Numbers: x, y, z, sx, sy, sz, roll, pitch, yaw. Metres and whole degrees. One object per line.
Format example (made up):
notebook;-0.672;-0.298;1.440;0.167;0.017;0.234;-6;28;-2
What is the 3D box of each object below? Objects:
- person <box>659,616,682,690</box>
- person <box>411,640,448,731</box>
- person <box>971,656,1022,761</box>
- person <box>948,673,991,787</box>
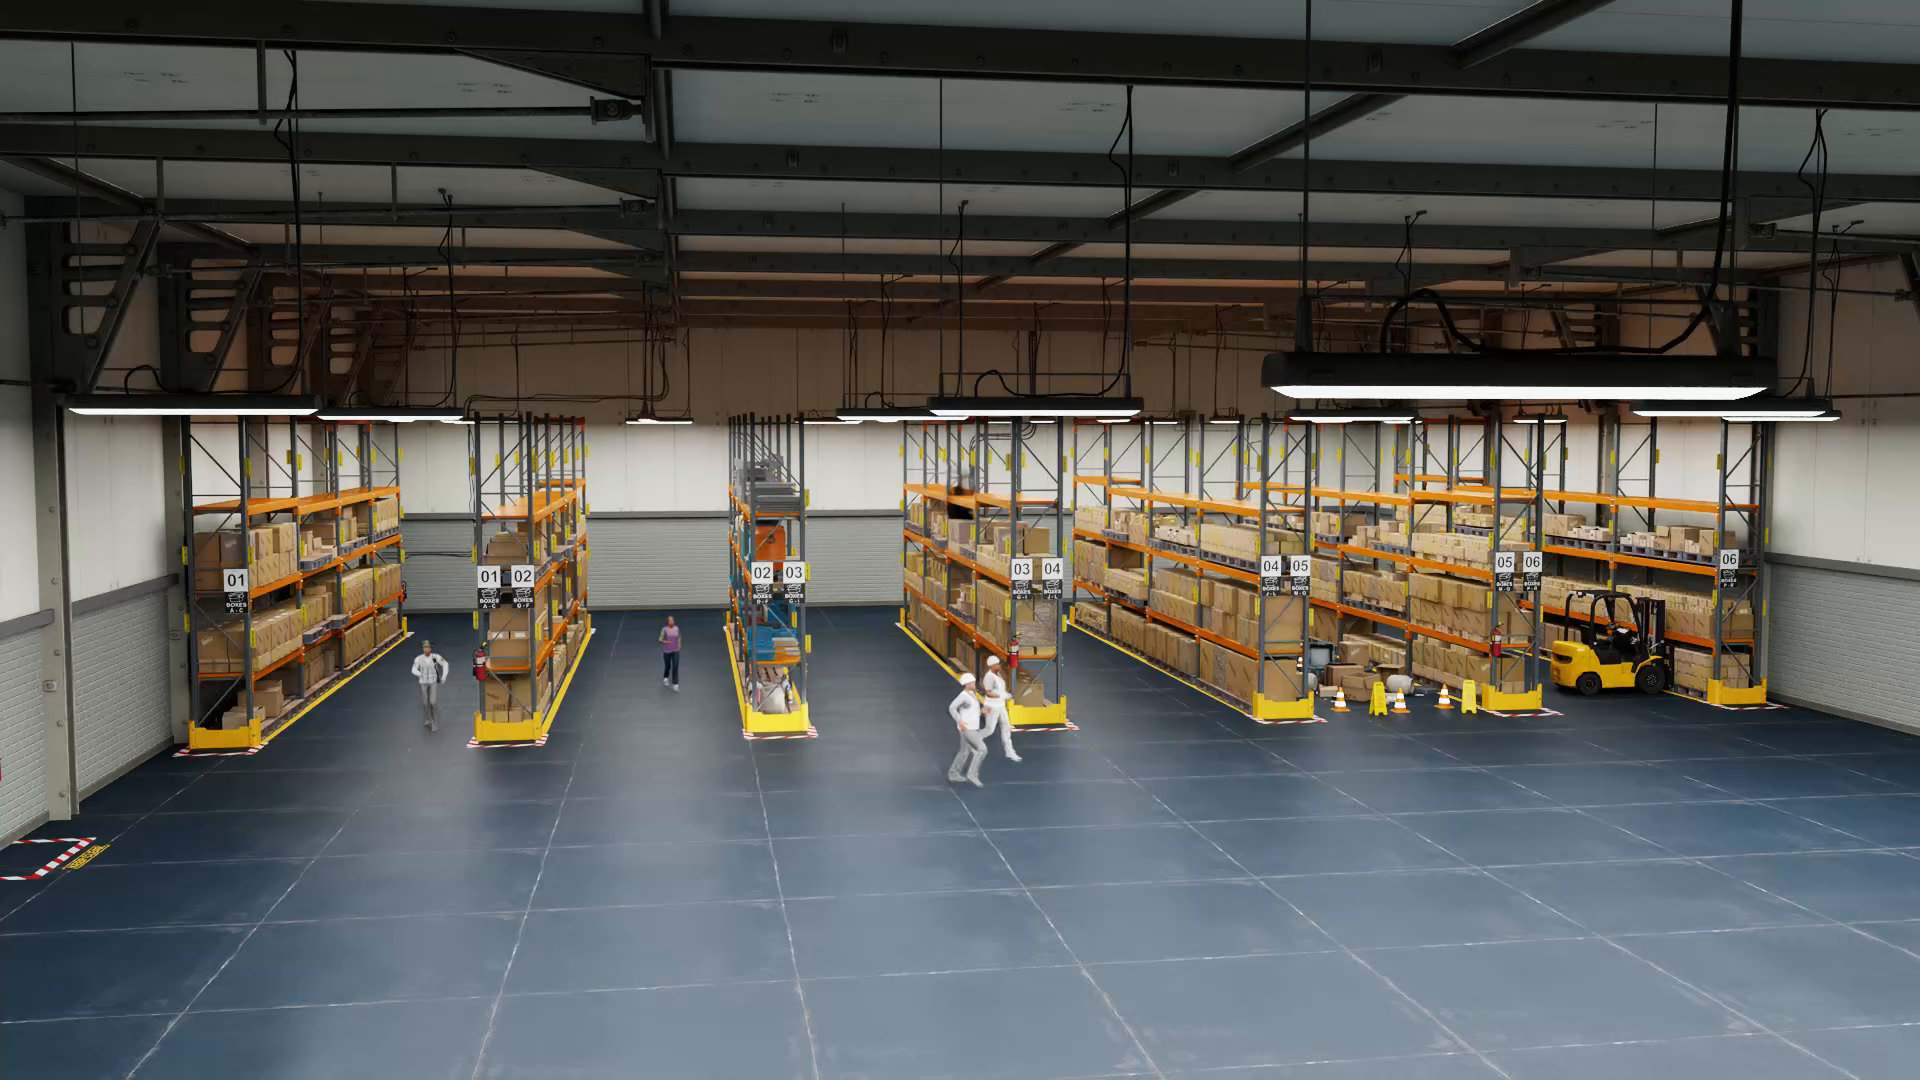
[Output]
person;-6.275;2.484;36.137;0.545;1.485;0.873;-2;4;-24
person;-10.031;2.759;31.442;0.632;1.764;0.721;-1;4;-10
person;0.582;2.881;28.525;0.976;1.801;0.690;1;4;19
person;0.148;3.034;26.540;0.699;1.815;0.638;0;4;6
